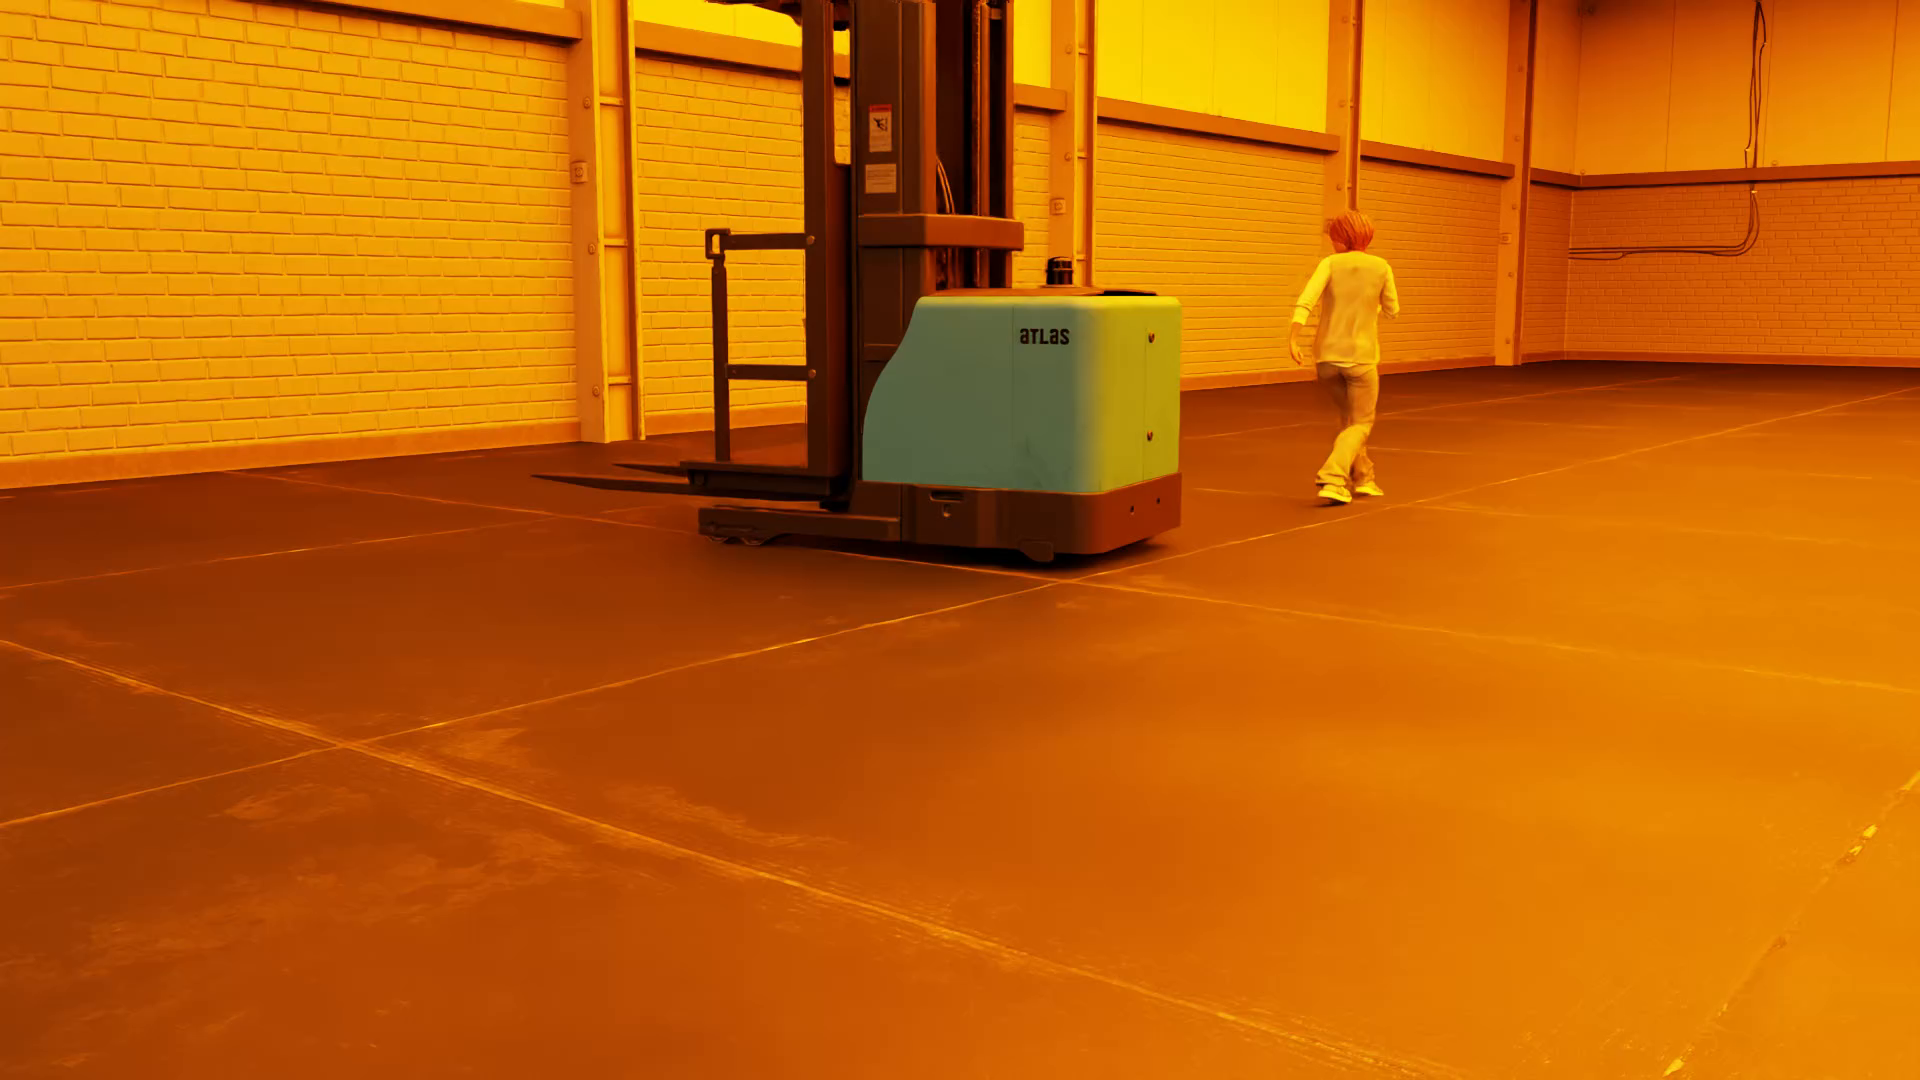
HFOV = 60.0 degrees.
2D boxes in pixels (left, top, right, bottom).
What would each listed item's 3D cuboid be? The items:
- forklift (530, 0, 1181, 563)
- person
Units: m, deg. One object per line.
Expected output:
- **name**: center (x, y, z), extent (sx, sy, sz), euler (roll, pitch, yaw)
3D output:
- **forklift**: center (-0.575, -1.485, 7.429), extent (3.031, 2.935, 1.130), euler (4, 9, 27)
- **person**: center (2.051, -0.948, 8.751), extent (0.428, 1.538, 0.838), euler (5, 10, 30)
